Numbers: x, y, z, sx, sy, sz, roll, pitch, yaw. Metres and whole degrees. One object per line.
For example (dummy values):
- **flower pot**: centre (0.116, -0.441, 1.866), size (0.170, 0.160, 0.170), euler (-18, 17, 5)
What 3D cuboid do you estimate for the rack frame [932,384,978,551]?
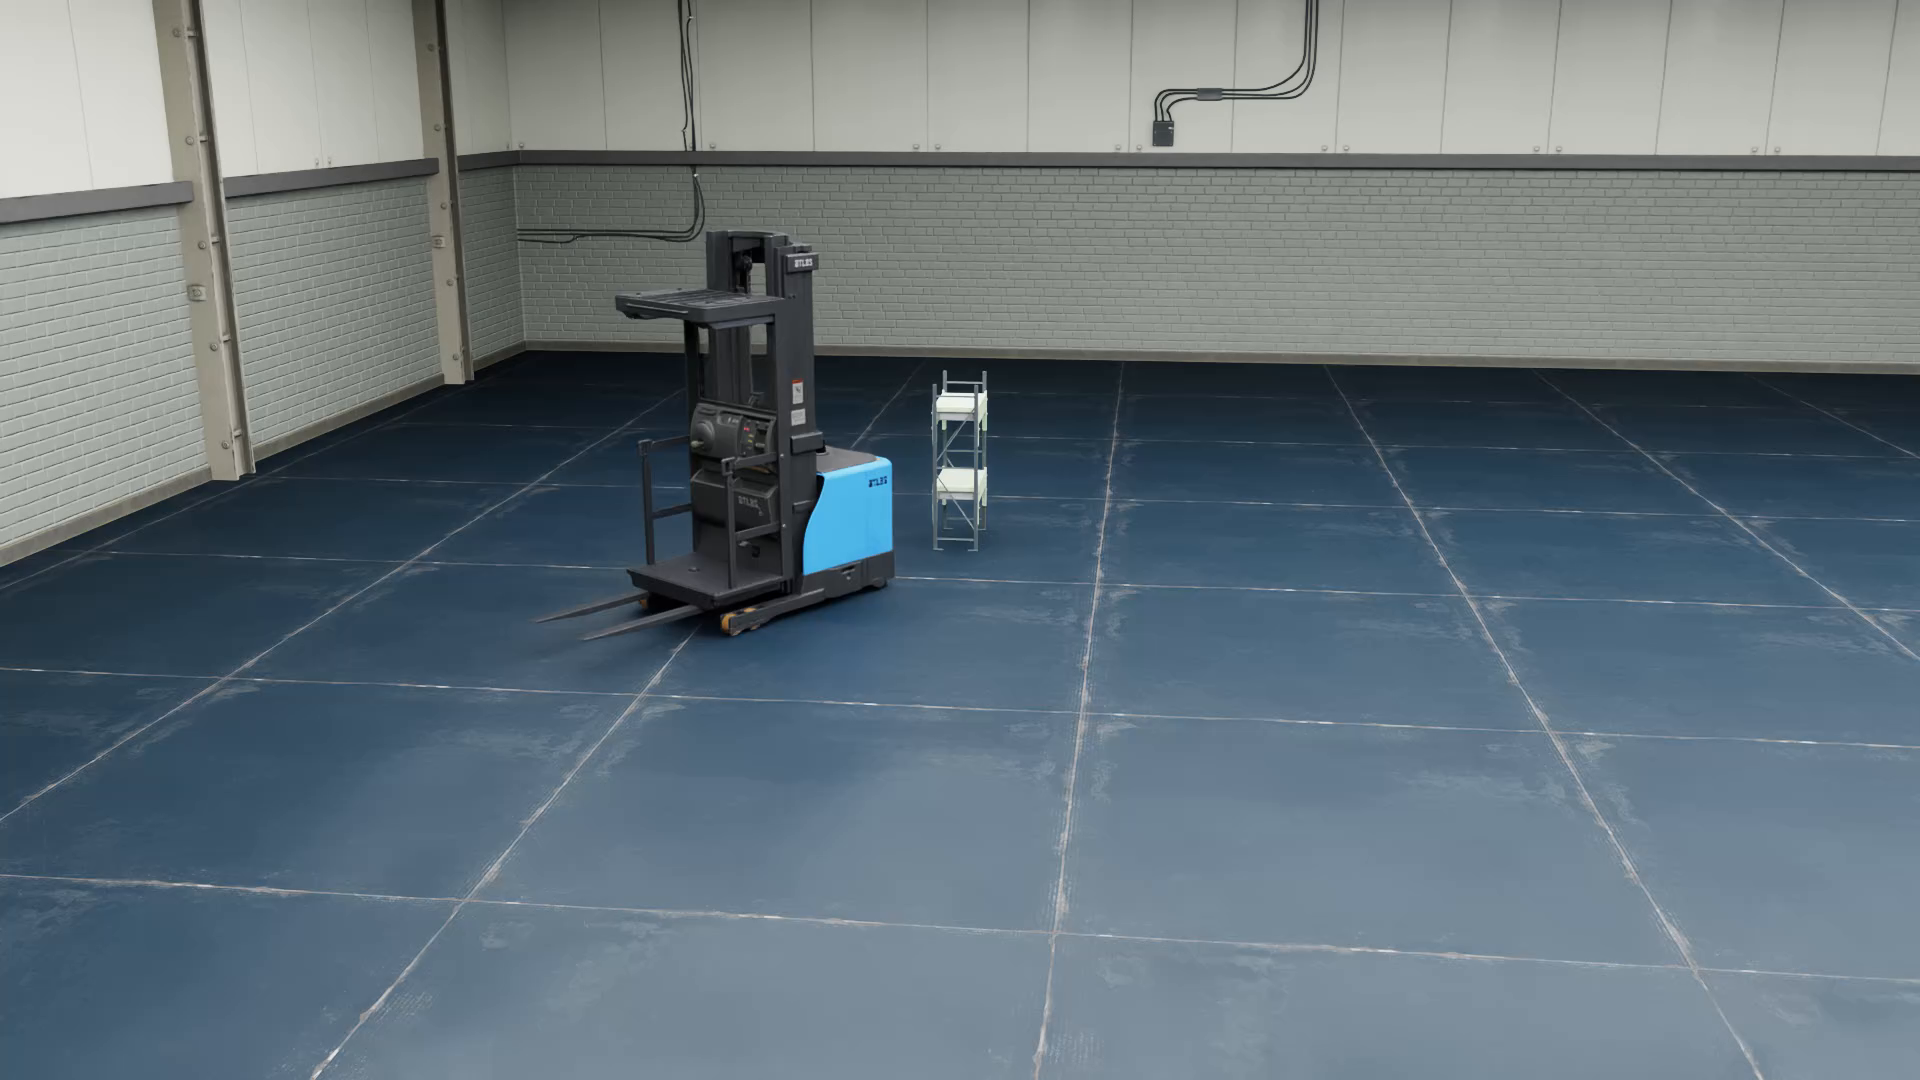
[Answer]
- **rack frame**: centre (-0.041, -0.631, 14.710), size (0.400, 1.500, 0.023), euler (2, 15, 6)

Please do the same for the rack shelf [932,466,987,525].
- **rack shelf**: centre (0.001, -0.411, 15.146), size (0.431, 0.370, 0.720), euler (2, 15, 6)

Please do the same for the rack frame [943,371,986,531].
- **rack frame**: centre (0.042, -0.821, 15.412), size (0.400, 1.500, 0.023), euler (2, 15, 6)

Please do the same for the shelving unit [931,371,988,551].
- **shelving unit**: centre (0.001, -0.726, 15.061), size (0.431, 1.500, 0.755), euler (2, 15, 6)

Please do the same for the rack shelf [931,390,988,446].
- **rack shelf**: centre (0.001, -1.102, 14.959), size (0.431, 0.370, 0.720), euler (2, 15, 6)

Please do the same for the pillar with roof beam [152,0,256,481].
- **pillar with roof beam**: centre (-3.499, -4.902, 16.140), size (9.100, 9.000, 0.400), euler (2, 15, 6)

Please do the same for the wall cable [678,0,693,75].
- **wall cable**: centre (-2.766, -8.170, 24.497), size (3.097, 2.526, 0.112), euler (2, 15, 6)

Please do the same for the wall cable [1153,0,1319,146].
- **wall cable**: centre (3.977, -8.668, 23.552), size (2.305, 6.003, 0.169), euler (2, 15, 6)

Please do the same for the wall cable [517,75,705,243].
- **wall cable**: centre (-5.454, -5.811, 25.451), size (3.097, 2.526, 0.112), euler (2, 15, 6)

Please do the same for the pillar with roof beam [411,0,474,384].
- **pillar with roof beam**: centre (-2.822, -6.458, 21.895), size (9.100, 9.000, 0.400), euler (2, 15, 6)

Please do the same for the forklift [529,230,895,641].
- **forklift**: centre (-1.904, -0.842, 12.749), size (1.130, 2.935, 3.031), euler (13, 20, 40)
